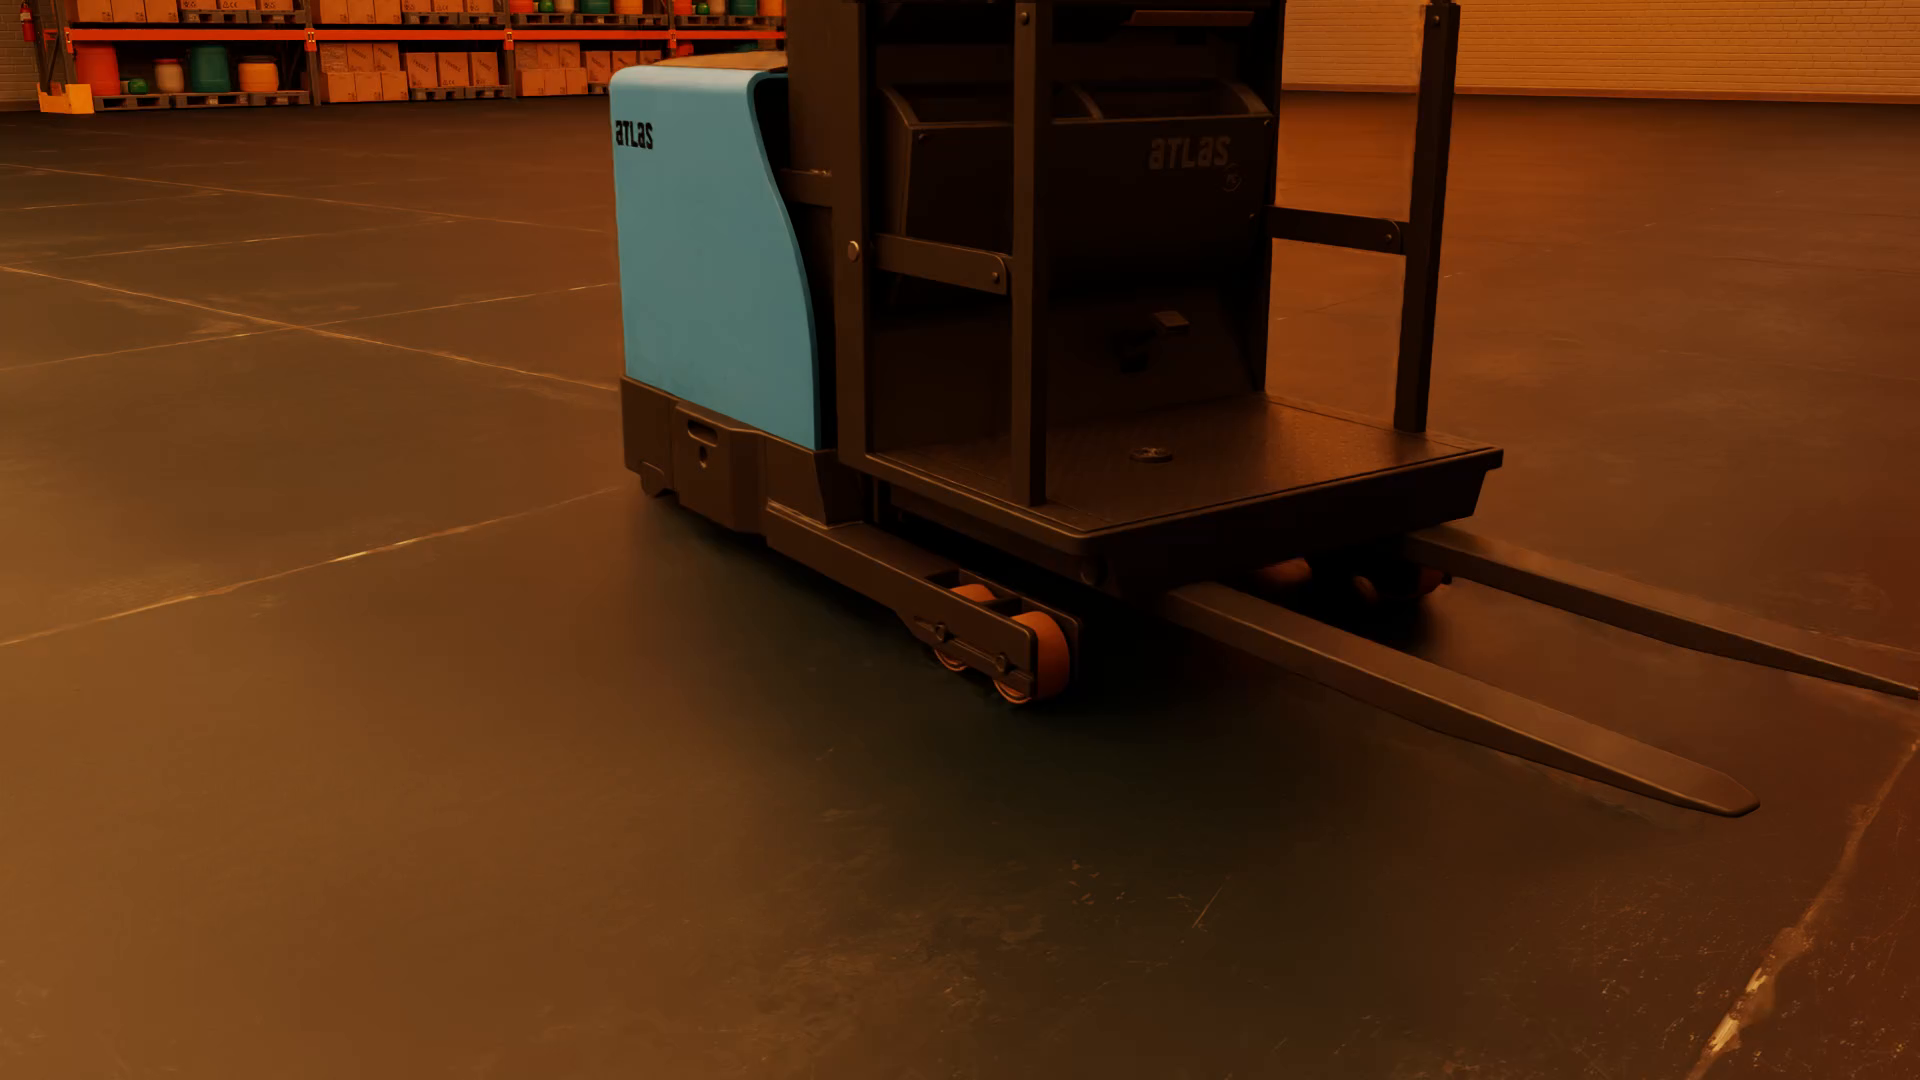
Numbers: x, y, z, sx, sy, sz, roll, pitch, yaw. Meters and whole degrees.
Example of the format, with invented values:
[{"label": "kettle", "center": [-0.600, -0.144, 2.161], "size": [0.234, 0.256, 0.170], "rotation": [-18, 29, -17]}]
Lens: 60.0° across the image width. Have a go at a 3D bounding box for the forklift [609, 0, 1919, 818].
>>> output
[{"label": "forklift", "center": [0.374, -1.266, 3.068], "size": [1.130, 2.935, 3.031], "rotation": [-11, 20, -33]}]
